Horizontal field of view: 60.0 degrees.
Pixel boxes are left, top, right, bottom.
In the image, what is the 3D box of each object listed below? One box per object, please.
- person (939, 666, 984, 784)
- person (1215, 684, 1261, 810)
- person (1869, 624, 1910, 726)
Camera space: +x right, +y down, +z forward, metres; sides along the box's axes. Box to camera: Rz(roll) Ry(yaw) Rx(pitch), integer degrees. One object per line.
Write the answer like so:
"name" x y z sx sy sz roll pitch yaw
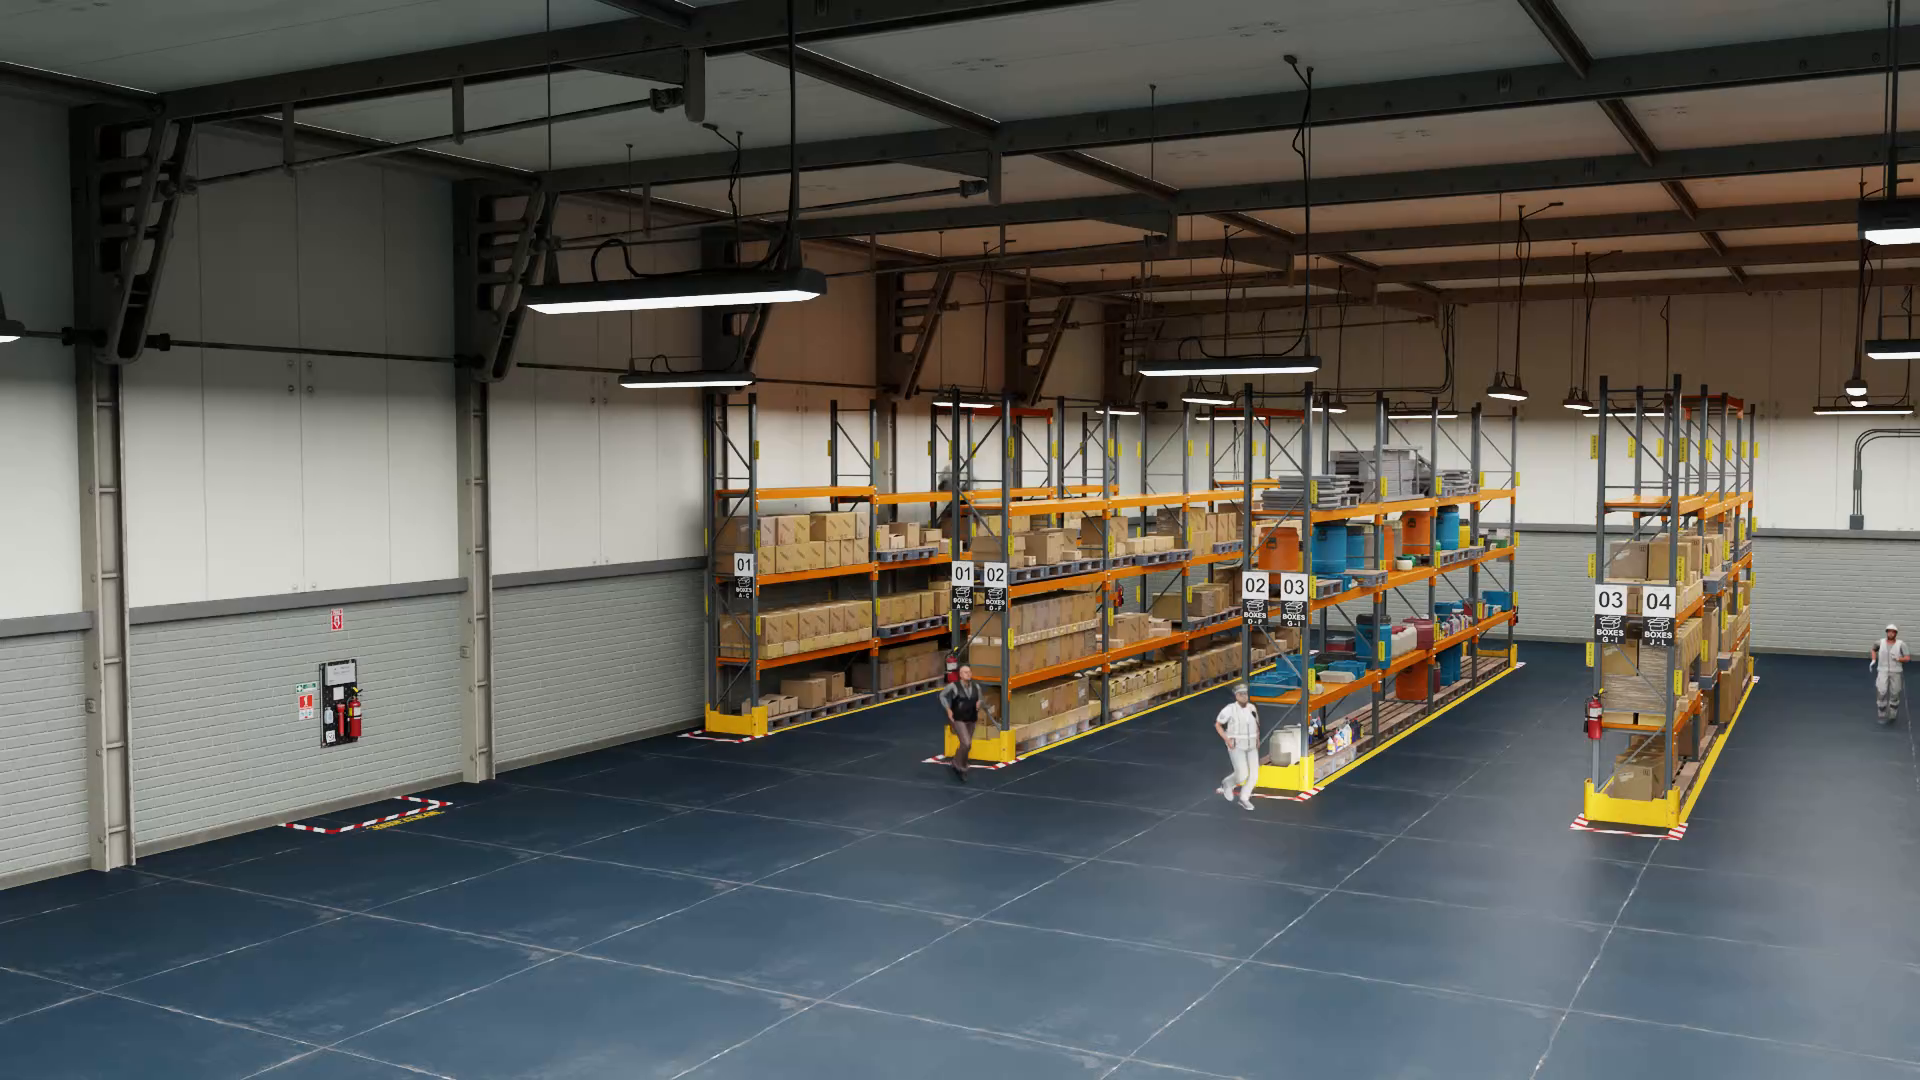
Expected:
"person" 0.054 2.782 25.206 0.645 1.764 0.732 -2 4 -31
"person" 3.937 2.881 23.330 0.681 1.744 0.564 -1 3 -21
"person" 16.999 2.453 30.415 0.653 1.829 0.792 2 4 32
